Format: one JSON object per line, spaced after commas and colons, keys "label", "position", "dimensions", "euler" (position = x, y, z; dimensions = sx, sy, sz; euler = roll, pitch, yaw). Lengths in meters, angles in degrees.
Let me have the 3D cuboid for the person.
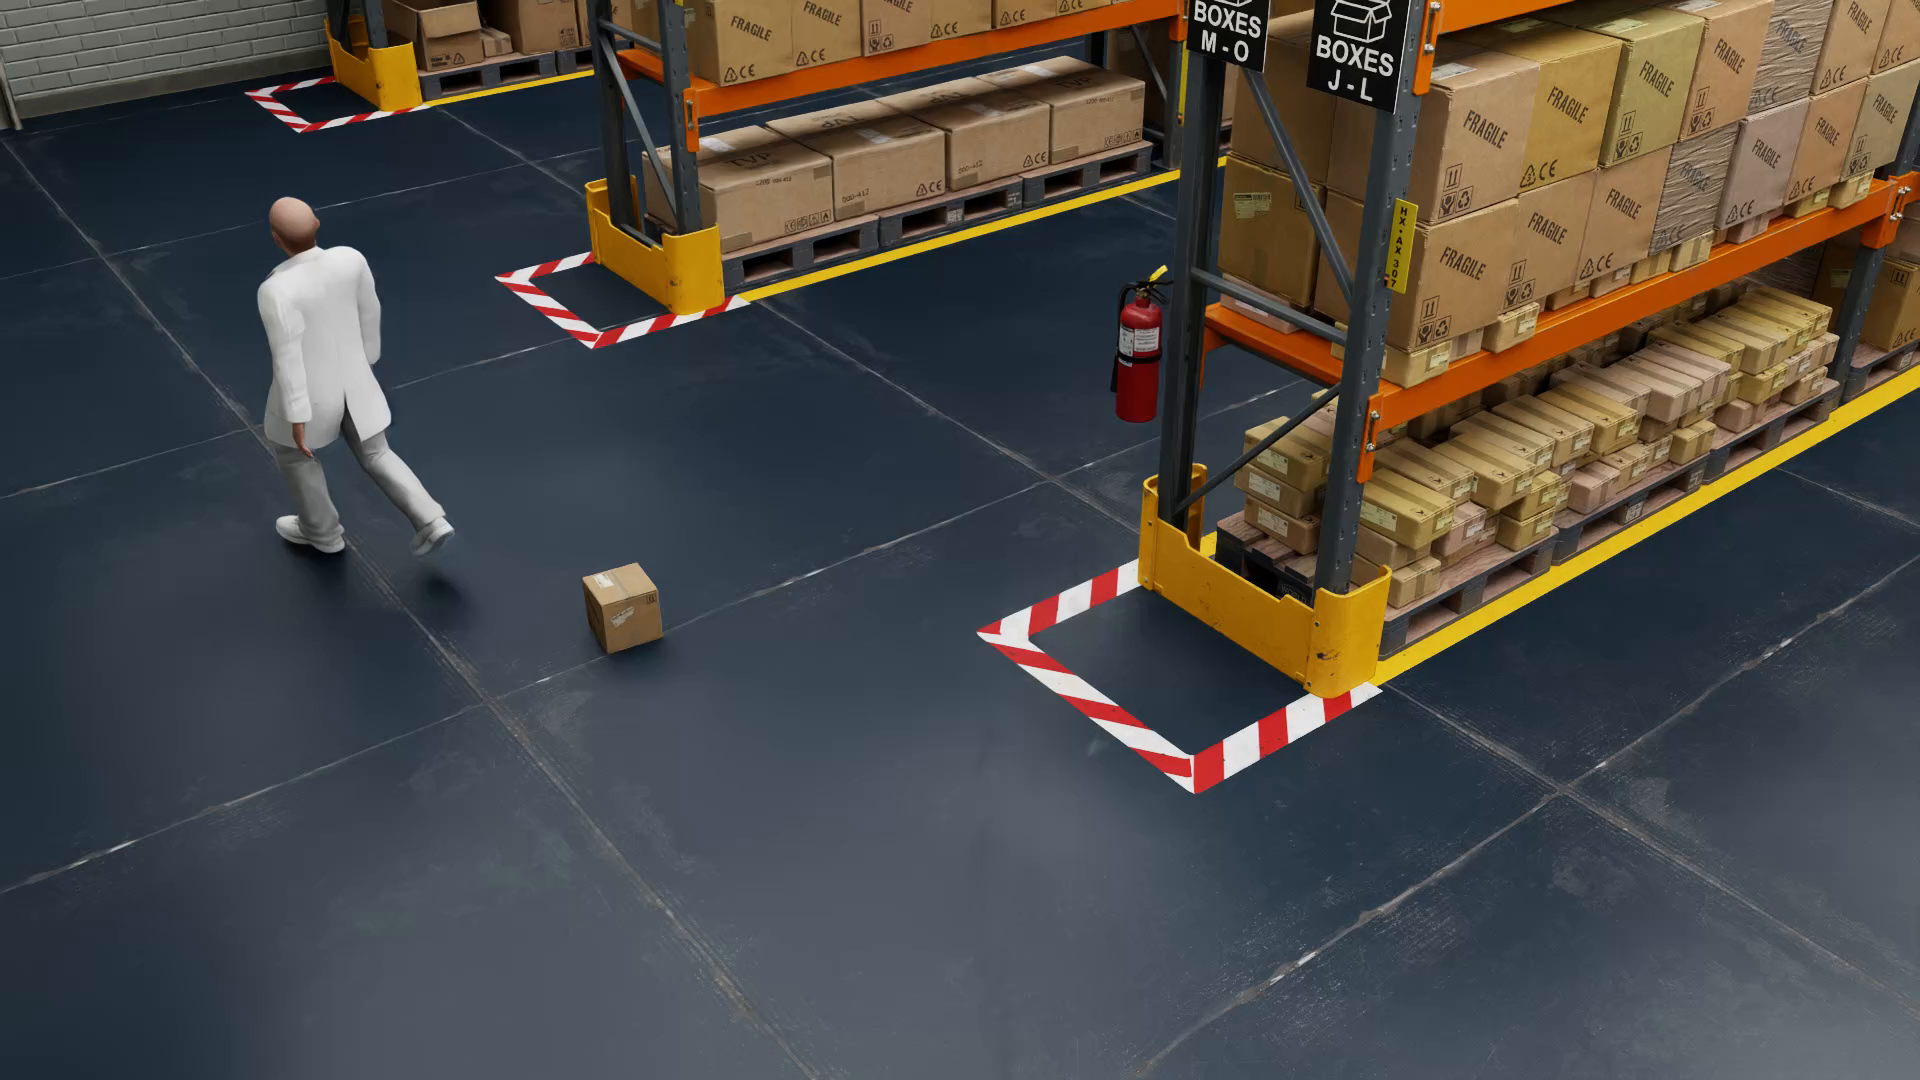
{"label": "person", "position": [-2.712, -0.664, 7.214], "dimensions": [1.024, 1.737, 0.618], "euler": [21, 37, 30]}
